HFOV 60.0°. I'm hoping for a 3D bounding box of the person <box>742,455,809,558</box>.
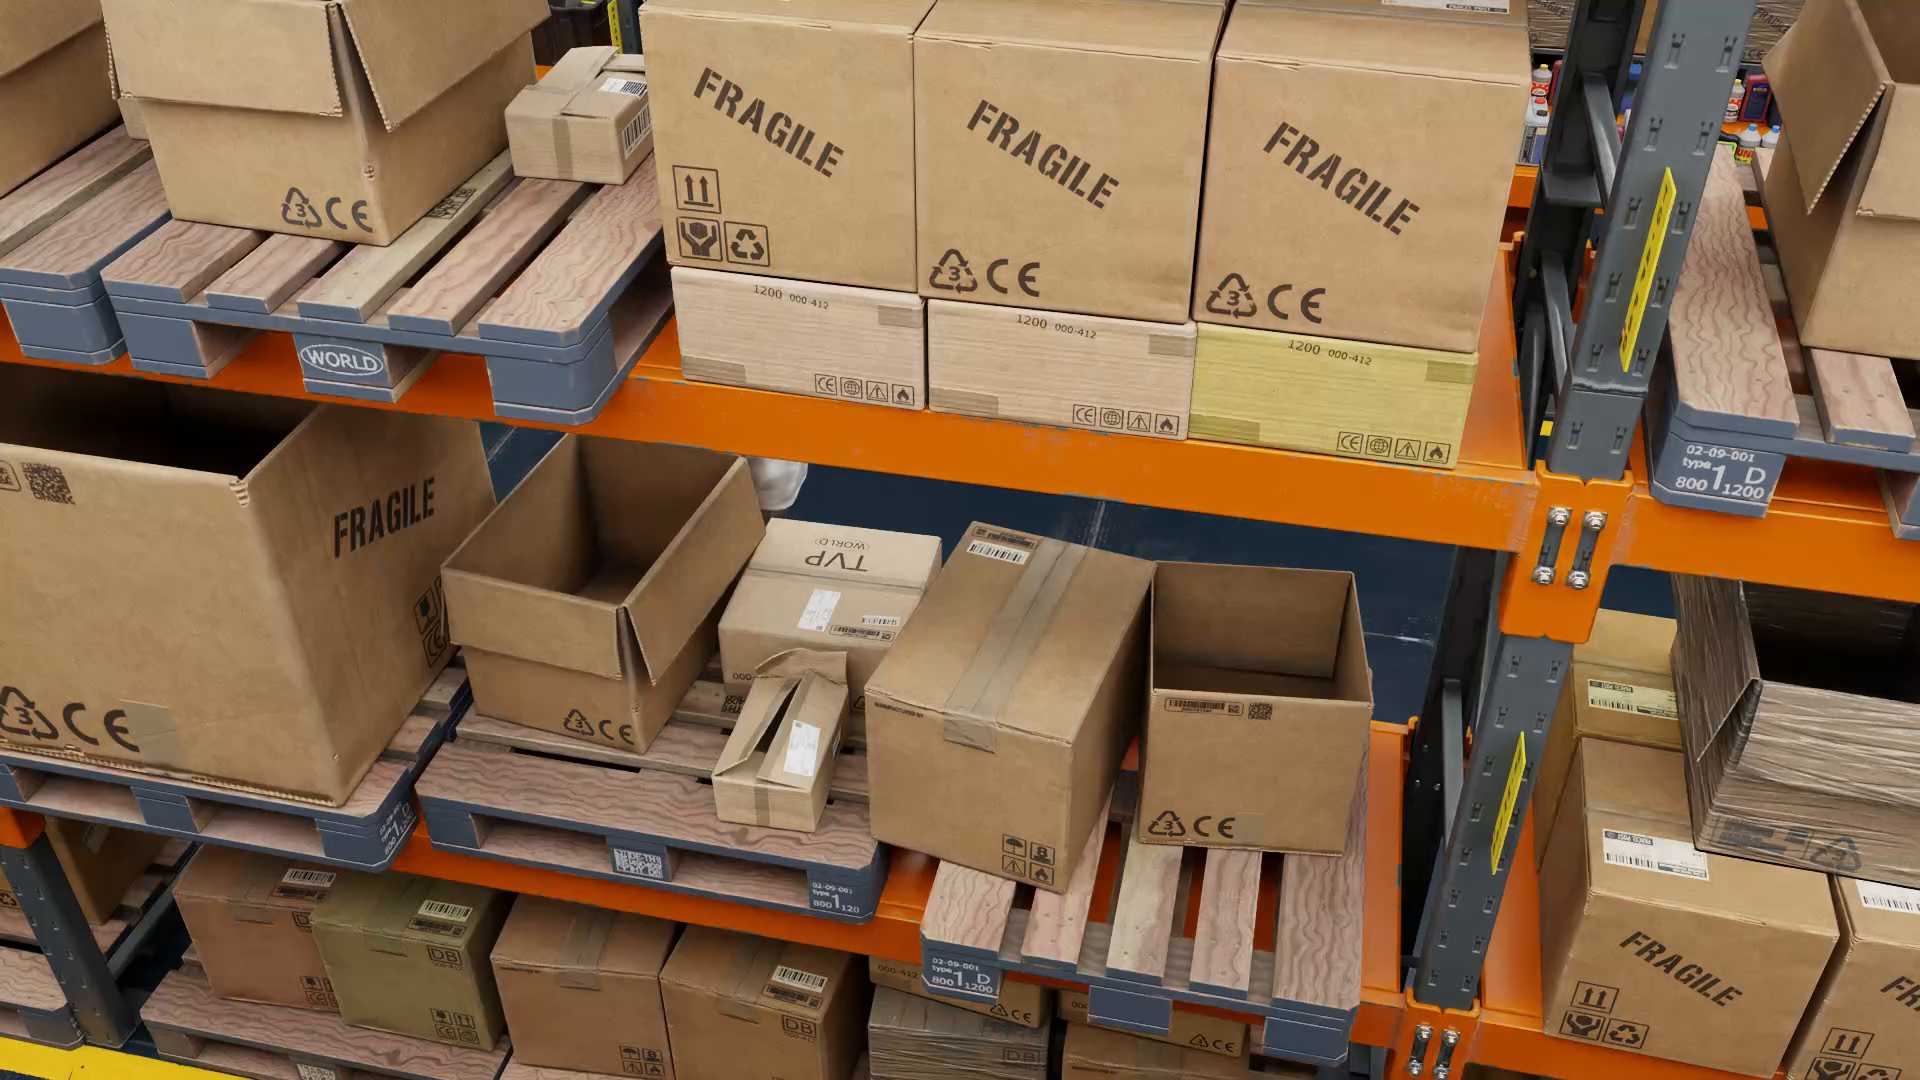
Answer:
[{"bbox_3d":[-0.817,-0.240,6.452,0.464,1.771,0.581,7,37,10],"label":"person"}]
